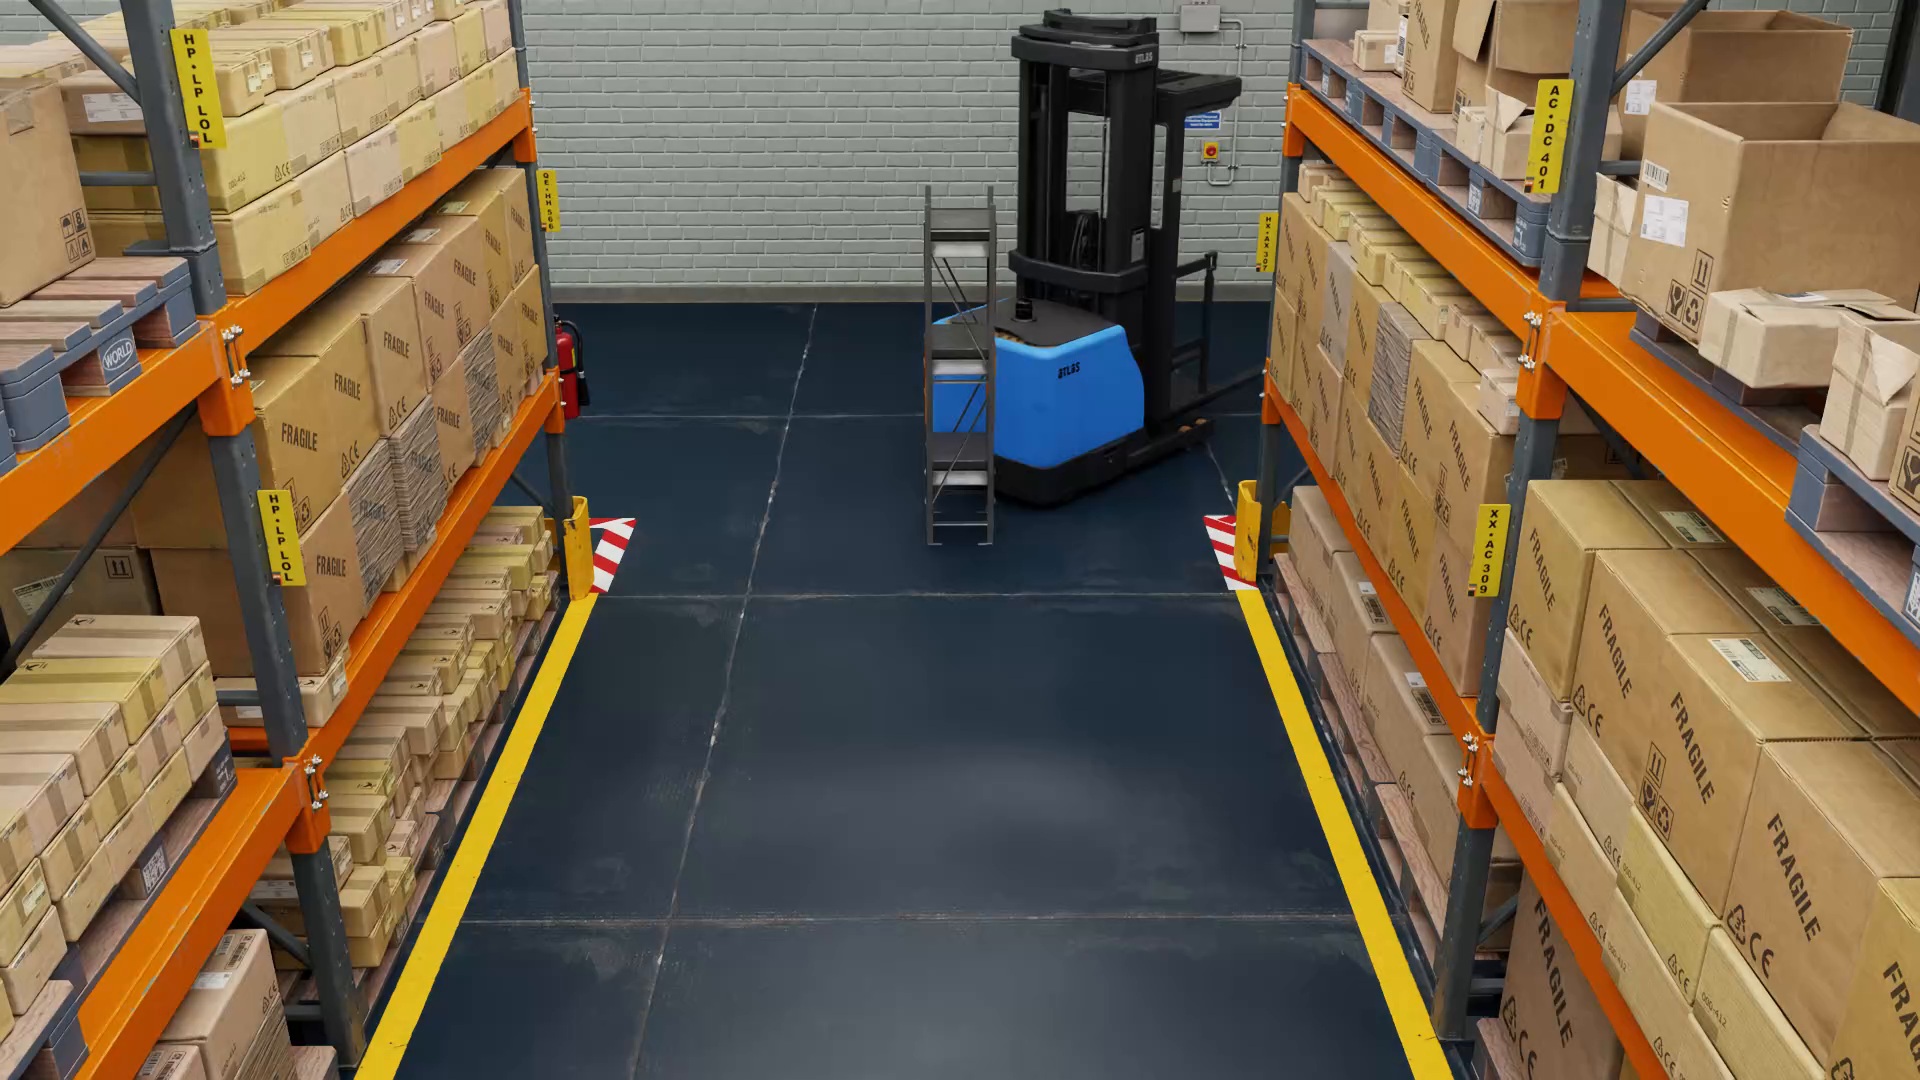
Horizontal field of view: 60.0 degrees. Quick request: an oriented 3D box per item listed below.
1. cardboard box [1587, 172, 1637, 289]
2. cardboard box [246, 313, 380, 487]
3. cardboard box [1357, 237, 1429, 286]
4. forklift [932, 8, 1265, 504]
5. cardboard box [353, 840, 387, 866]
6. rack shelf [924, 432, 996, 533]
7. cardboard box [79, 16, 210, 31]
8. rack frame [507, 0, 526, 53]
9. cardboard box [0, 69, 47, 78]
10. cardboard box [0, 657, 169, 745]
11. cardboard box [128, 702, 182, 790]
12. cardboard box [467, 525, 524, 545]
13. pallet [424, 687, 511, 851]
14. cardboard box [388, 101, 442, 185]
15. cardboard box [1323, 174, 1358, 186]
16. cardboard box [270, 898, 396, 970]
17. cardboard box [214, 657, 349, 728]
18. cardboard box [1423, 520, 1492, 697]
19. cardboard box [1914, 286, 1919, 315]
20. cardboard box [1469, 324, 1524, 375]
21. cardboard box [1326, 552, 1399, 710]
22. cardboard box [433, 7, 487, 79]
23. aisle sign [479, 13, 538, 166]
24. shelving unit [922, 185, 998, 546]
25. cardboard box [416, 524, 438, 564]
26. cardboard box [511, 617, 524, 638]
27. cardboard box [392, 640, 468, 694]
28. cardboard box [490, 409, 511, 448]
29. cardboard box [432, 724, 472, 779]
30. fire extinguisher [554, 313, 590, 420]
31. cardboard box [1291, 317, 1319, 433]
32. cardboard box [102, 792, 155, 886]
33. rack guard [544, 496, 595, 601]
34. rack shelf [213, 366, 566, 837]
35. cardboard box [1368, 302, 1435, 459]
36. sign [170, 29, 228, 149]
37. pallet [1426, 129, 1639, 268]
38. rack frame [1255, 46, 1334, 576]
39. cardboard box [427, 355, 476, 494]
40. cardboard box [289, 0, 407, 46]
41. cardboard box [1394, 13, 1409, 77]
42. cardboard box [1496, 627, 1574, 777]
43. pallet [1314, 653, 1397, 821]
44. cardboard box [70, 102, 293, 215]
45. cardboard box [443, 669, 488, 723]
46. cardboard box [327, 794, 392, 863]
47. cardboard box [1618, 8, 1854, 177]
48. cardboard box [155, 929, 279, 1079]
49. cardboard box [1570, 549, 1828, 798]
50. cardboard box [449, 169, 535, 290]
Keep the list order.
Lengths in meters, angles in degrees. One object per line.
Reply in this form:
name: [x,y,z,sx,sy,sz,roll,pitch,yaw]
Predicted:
cardboard box: [1.923,-0.826,4.450,0.396,0.266,0.258,0,24,-1]
cardboard box: [-2.463,-0.510,6.043,0.500,0.500,0.500,-1,24,-2]
cardboard box: [1.926,-1.195,7.131,0.380,0.149,0.250,-1,24,-2]
forklift: [1.154,-2.092,11.318,1.130,2.935,3.031,20,31,37]
cardboard box: [-2.458,1.244,6.448,0.380,0.149,0.250,0,24,0]
rack shelf: [-0.002,-0.375,10.262,0.431,0.518,0.480,0,24,-1]
cardboard box: [-2.998,-1.841,6.133,0.380,0.149,0.250,0,24,-1]
rack frame: [-2.725,-3.855,7.853,1.000,3.000,0.127,0,24,-1]
cardboard box: [-2.958,-1.309,4.955,0.380,0.149,0.250,-1,24,-3]
cardboard box: [-2.478,0.454,4.679,0.380,0.149,0.250,-1,24,-2]
cardboard box: [-2.475,0.586,4.748,0.380,0.149,0.250,0,24,0]
cardboard box: [-2.520,0.036,8.758,0.380,0.149,0.250,0,24,0]
pallet: [-2.740,1.017,7.746,1.003,0.211,1.213,0,24,-1]
cardboard box: [-2.425,-1.600,6.689,0.500,0.250,0.500,1,24,2]
cardboard box: [2.025,-1.727,8.306,0.380,0.149,0.250,0,24,1]
cardboard box: [-2.364,1.483,6.281,0.380,0.149,0.250,-1,24,-3]
cardboard box: [-2.357,0.523,5.758,0.380,0.149,0.250,1,24,1]
cardboard box: [2.007,0.227,5.986,0.500,0.500,0.500,0,24,0]
cardboard box: [2.487,-0.692,4.099,0.500,0.311,0.500,0,24,-1]
cardboard box: [2.058,-0.671,5.972,0.380,0.149,0.250,0,24,0]
cardboard box: [2.349,0.439,8.238,0.875,0.438,0.875,0,24,1]
cardboard box: [-2.459,-2.248,7.516,0.500,0.250,0.500,-1,24,-2]
aisle sign: [-2.426,-2.337,8.623,0.394,0.787,0.004,0,24,-1]
shelving unit: [-0.002,-1.025,9.968,0.431,2.100,0.503,0,24,-1]
cardboard box: [-2.420,-0.019,6.957,0.380,0.149,0.250,1,24,2]
cardboard box: [-2.490,0.417,8.638,0.380,0.149,0.250,0,24,-1]
cardboard box: [-2.469,0.576,7.563,0.380,0.149,0.250,0,24,0]
cardboard box: [-2.430,-0.563,8.159,0.380,0.149,0.250,0,24,1]
cardboard box: [-2.419,0.949,7.463,0.380,0.149,0.250,-1,24,-2]
fire extinguisher: [-2.266,-1.022,9.416,0.296,0.674,0.183,0,24,-1]
cardboard box: [1.975,-0.823,8.309,0.500,0.500,0.500,-1,24,-1]
cardboard box: [-2.475,0.822,4.587,0.380,0.149,0.250,0,24,-1]
rack guard: [-2.724,0.049,9.535,1.175,0.500,0.348,0,24,-1]
rack shelf: [-2.703,0.031,7.415,1.077,0.370,4.000,0,24,-1]
cardboard box: [1.974,-0.650,6.713,0.500,0.500,0.500,0,24,0]
sign: [-2.126,-1.259,4.648,0.100,0.325,0.005,0,24,-1]
pallet: [2.269,-1.200,5.732,1.003,0.211,1.213,0,24,-1]
rack frame: [2.224,-1.185,9.231,1.000,3.000,0.127,0,24,-1]
cardboard box: [-2.452,-0.492,7.215,0.500,0.500,0.500,1,24,2]
cardboard box: [-2.433,-2.059,6.615,0.380,0.149,0.250,-1,24,-2]
cardboard box: [2.190,-2.131,7.159,0.500,0.311,0.500,0,24,0]
cardboard box: [1.990,0.486,5.111,0.500,0.250,0.500,-1,24,-2]
pallet: [2.321,0.916,7.969,1.003,0.211,1.213,0,24,-1]
cardboard box: [-2.447,-1.199,5.196,0.500,0.250,0.500,1,24,1]
cardboard box: [-2.393,0.713,7.622,0.380,0.149,0.250,0,24,0]
cardboard box: [-2.422,1.107,6.391,0.380,0.149,0.250,1,24,2]
cardboard box: [2.471,-1.430,5.378,0.500,0.500,0.500,0,24,0]
cardboard box: [-2.420,1.439,5.043,0.500,0.250,0.500,-1,24,-2]
cardboard box: [2.018,0.354,4.493,0.500,0.500,0.500,0,24,-1]
cardboard box: [-2.471,-1.571,8.387,0.500,0.500,0.500,-1,24,-2]
